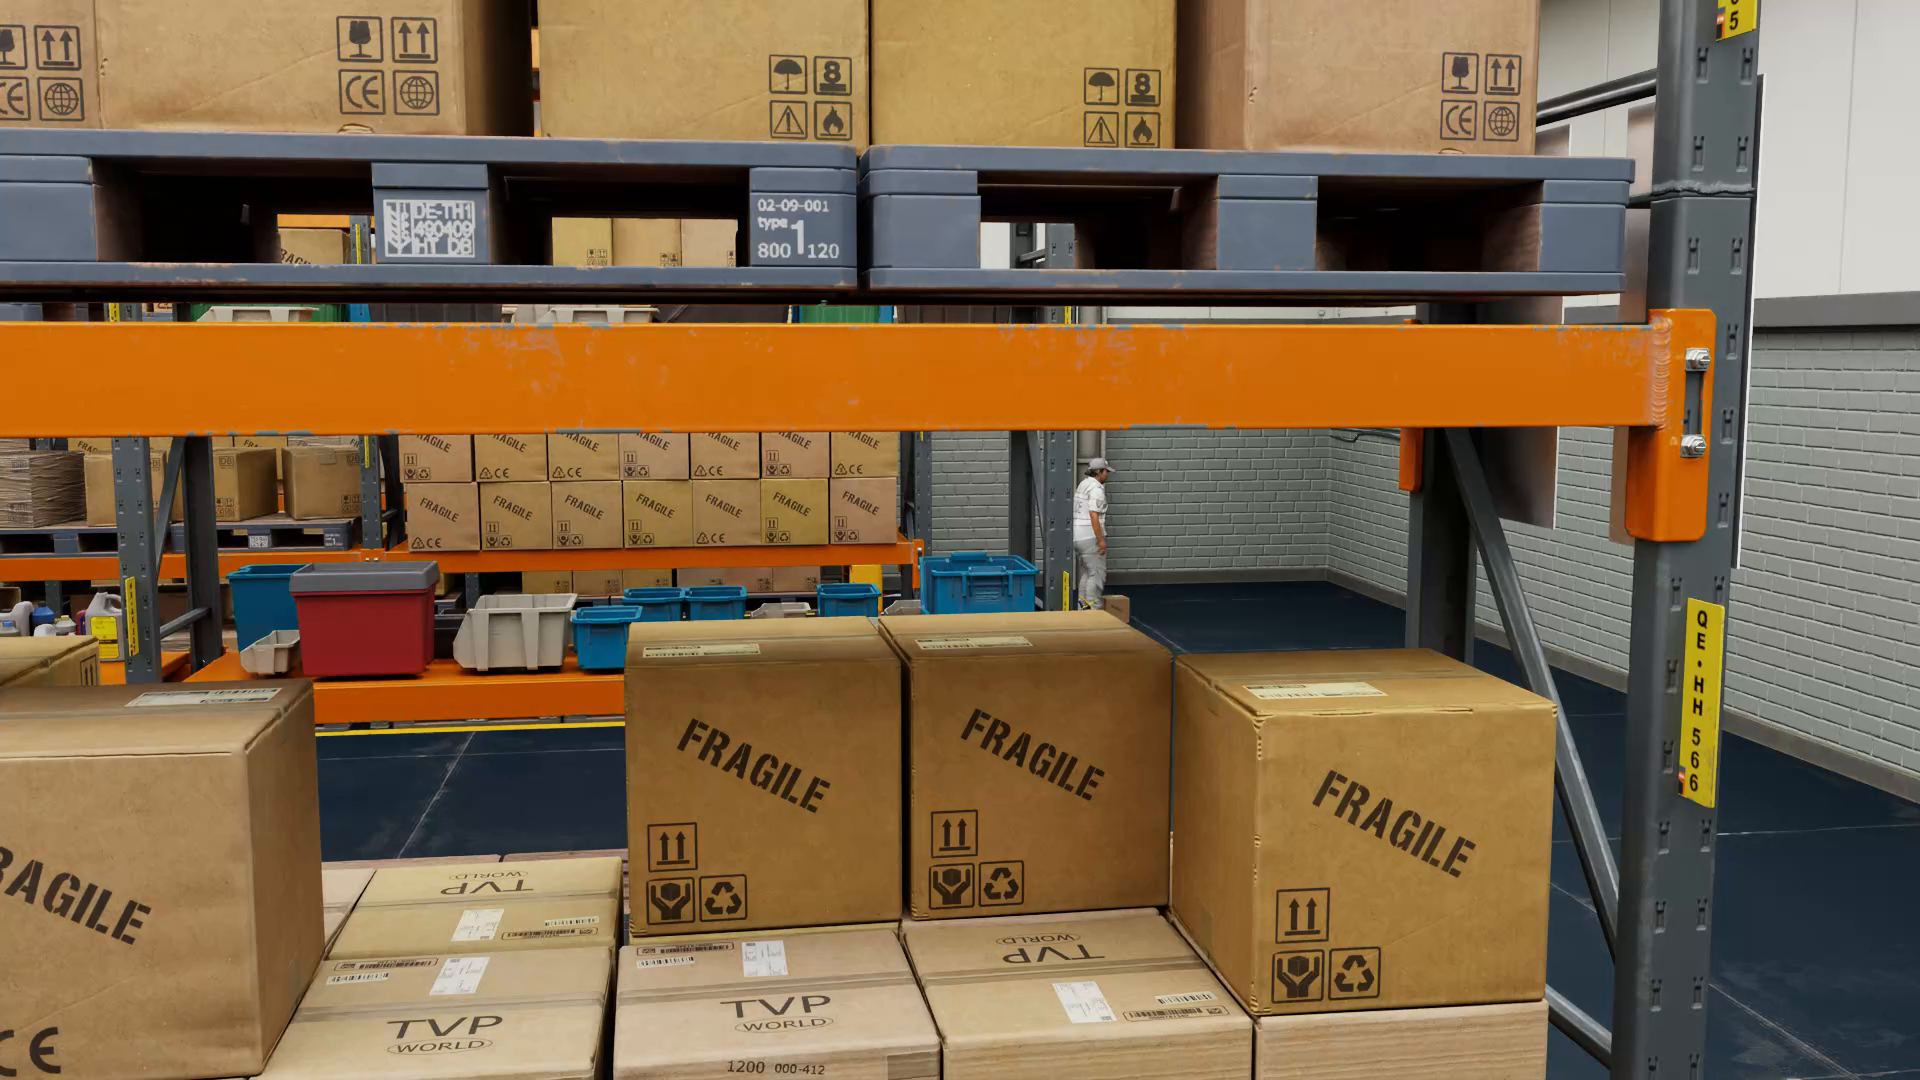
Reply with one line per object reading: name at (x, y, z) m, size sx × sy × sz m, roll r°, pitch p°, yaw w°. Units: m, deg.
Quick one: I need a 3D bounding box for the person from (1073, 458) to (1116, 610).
person at (1.349, 0.004, 16.779) m, size 0.466 × 1.667 × 0.560 m, roll -1°, pitch 7°, yaw -11°
